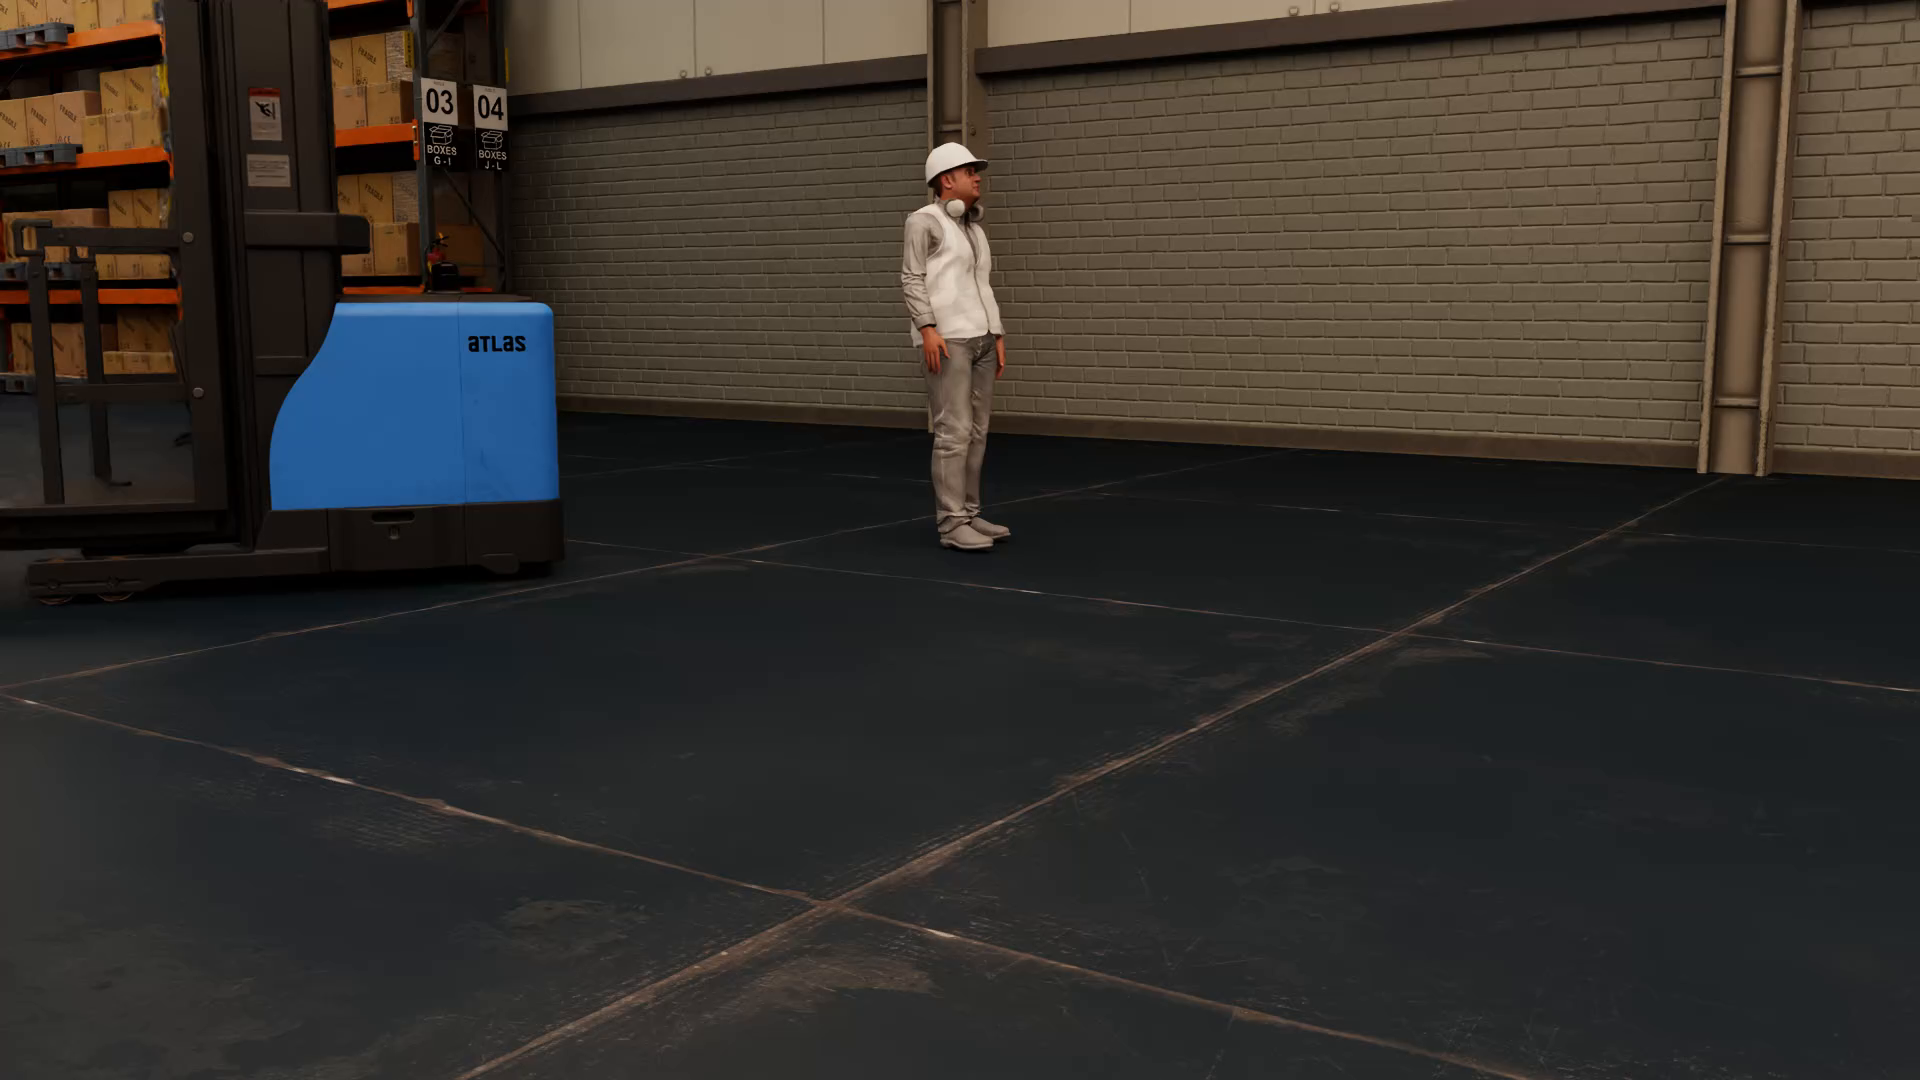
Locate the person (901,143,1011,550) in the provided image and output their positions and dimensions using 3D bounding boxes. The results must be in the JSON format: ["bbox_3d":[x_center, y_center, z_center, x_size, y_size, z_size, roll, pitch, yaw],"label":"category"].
[{"bbox_3d":[0.047,-0.877,7.437,0.568,1.768,0.632,5,10,34],"label":"person"}]

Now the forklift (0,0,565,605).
[{"bbox_3d":[-3.142,-1.301,6.343,3.031,2.935,1.130,-3,9,-18],"label":"forklift"}]
